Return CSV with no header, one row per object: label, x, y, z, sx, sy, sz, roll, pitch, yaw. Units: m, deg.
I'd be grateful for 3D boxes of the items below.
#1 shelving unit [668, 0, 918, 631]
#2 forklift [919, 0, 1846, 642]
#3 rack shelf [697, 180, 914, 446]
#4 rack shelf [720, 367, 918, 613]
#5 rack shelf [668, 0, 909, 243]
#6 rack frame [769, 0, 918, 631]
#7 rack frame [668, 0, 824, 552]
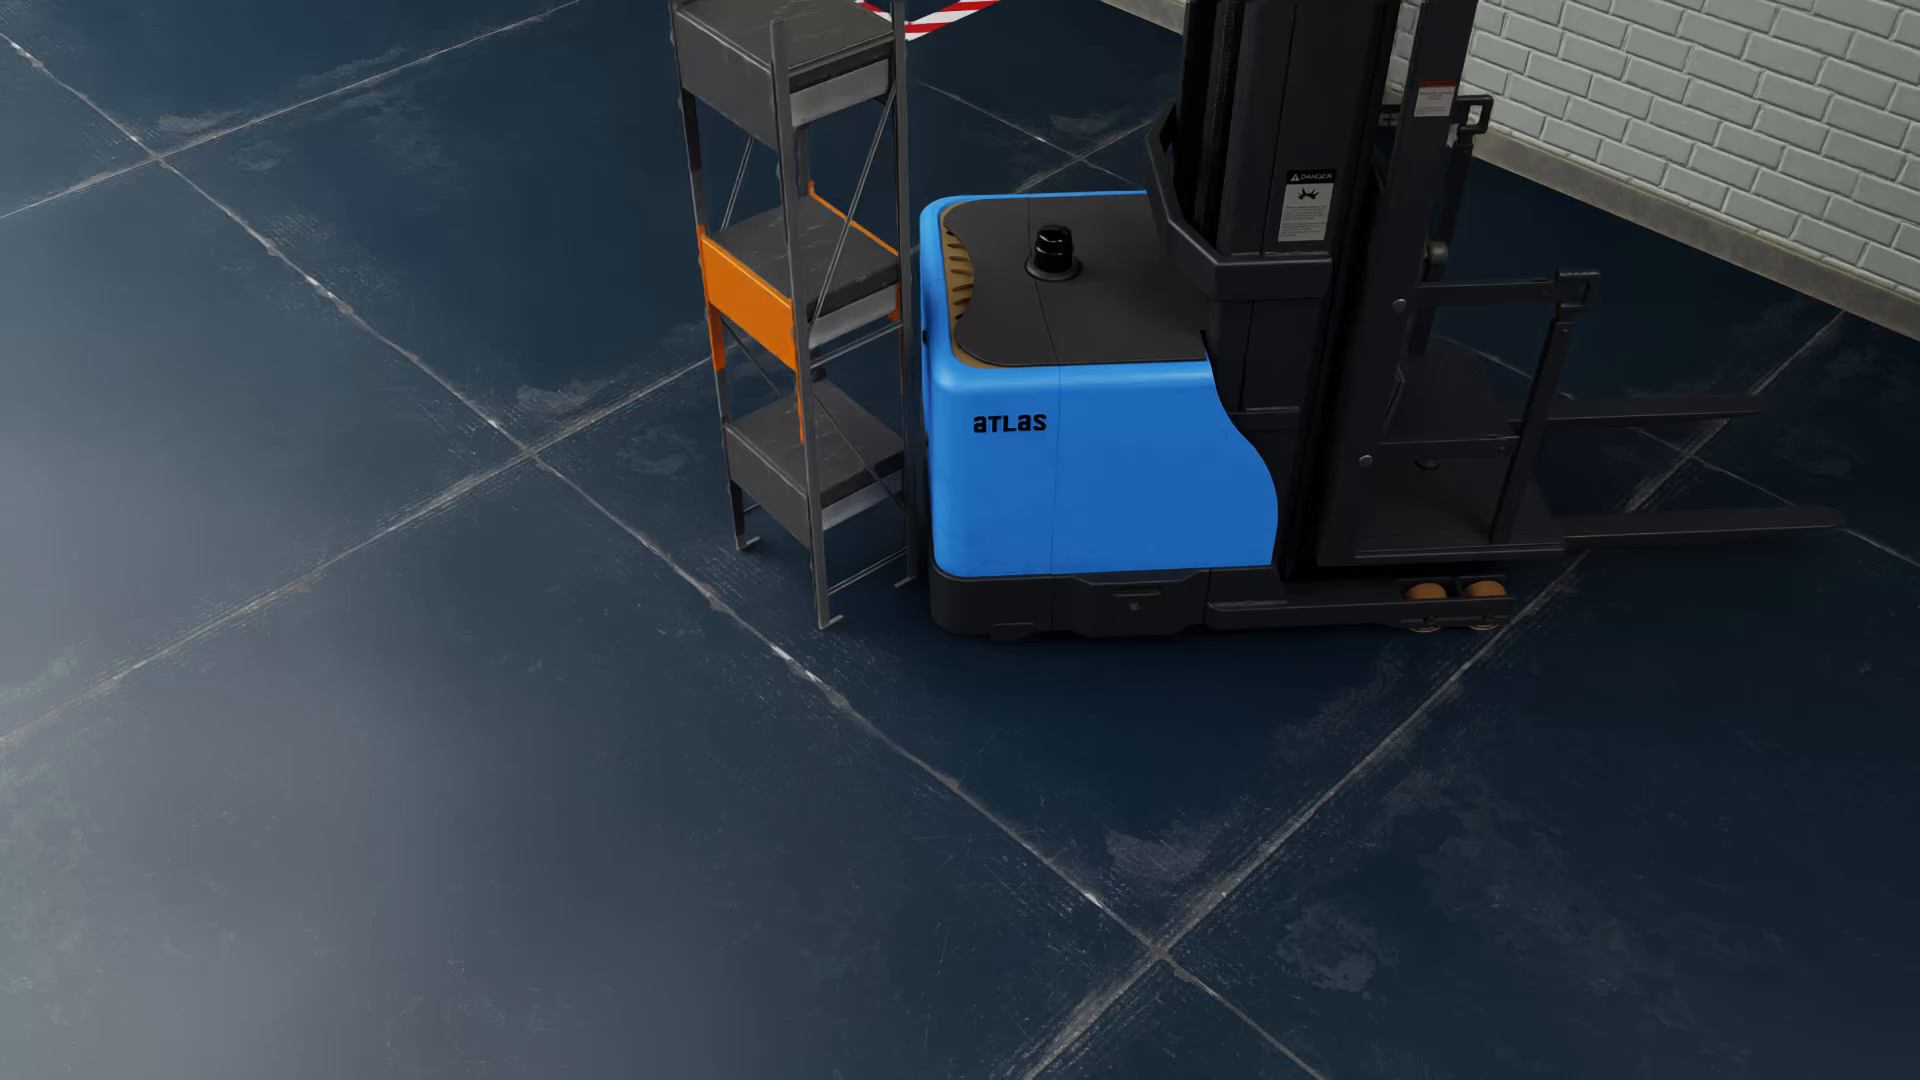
shelving unit,-0.455,-0.691,4.951,0.431,2.100,0.503,-29,50,-28
forklift,1.395,-1.134,4.817,3.031,2.935,1.130,-2,43,-3
rack shelf,-0.455,-0.681,4.960,0.431,0.518,0.480,-29,50,-28
rack shelf,-0.455,-0.167,5.435,0.431,0.518,0.480,-29,50,-28
rack shelf,-0.455,-1.196,4.485,0.431,0.518,0.480,-29,50,-28
rack frame,-0.301,-0.563,4.812,0.400,2.100,0.015,-29,50,-28
rack frame,-0.608,-0.820,5.090,0.400,2.100,0.015,-29,50,-28
